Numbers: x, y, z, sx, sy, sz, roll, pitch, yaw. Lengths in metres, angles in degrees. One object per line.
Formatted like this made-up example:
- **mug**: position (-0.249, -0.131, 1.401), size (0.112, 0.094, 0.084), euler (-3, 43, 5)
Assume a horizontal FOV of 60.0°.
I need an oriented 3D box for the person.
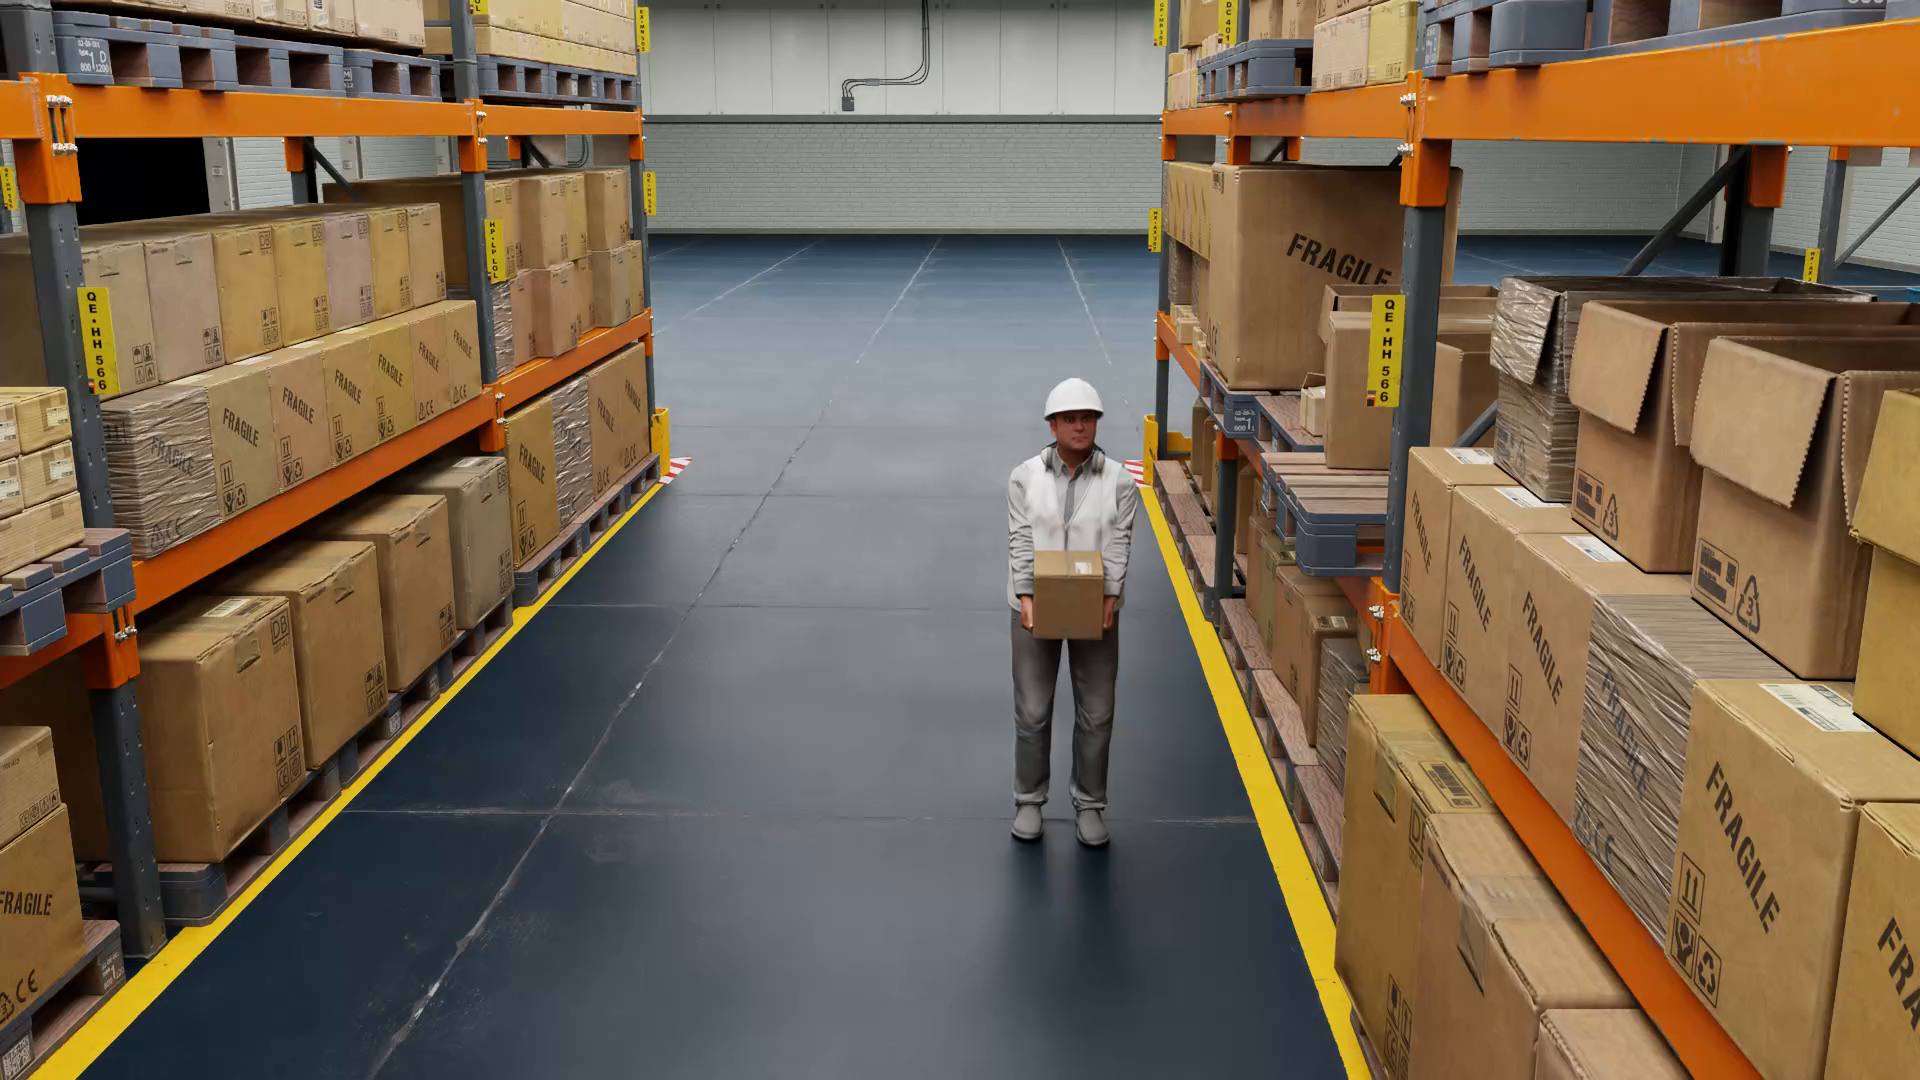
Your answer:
- **person**: position (0.416, 0.284, 6.291), size (0.499, 1.770, 0.551), euler (1, 14, 4)
